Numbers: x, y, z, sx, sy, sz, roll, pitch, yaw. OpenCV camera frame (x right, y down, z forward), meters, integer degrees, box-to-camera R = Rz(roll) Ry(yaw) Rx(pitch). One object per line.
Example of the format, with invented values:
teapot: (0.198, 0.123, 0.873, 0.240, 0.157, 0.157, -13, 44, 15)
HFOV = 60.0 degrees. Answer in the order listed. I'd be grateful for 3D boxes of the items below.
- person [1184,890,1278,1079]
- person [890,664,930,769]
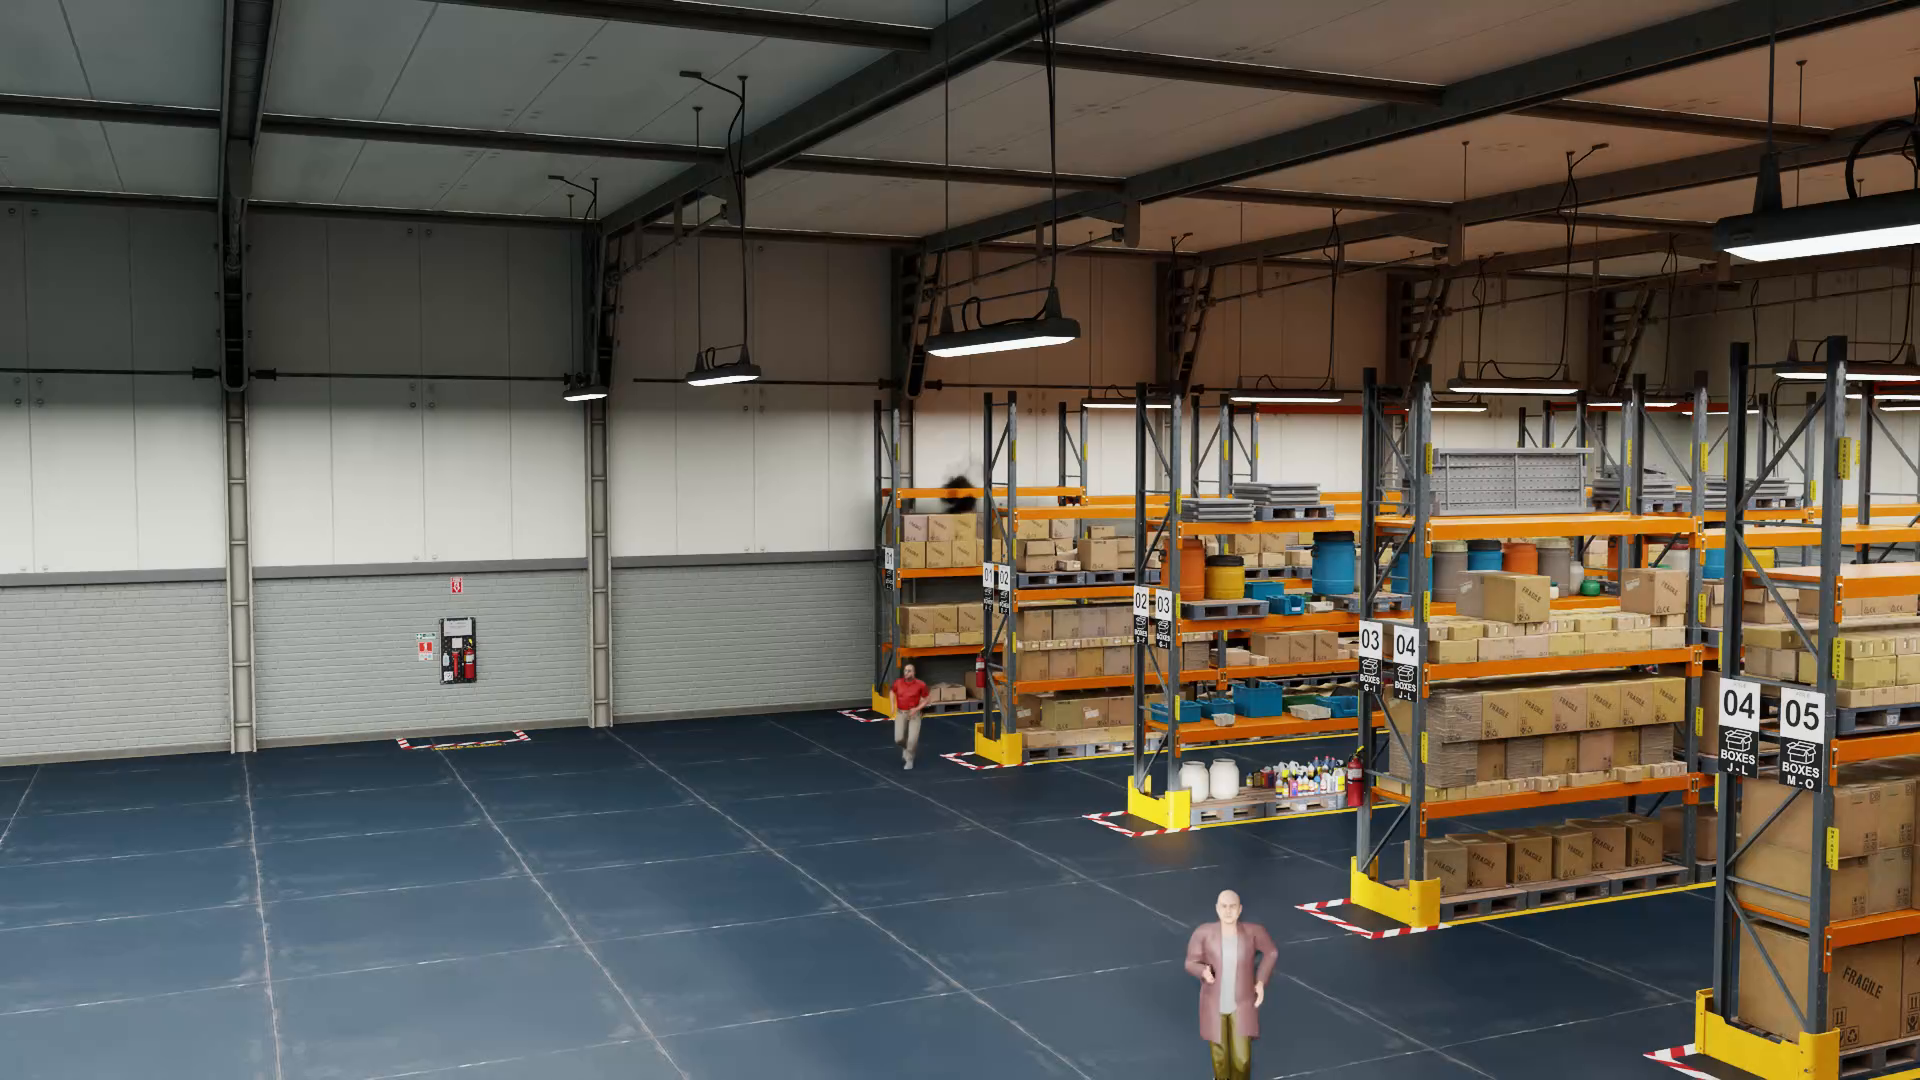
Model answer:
person: (2.031, 3.555, 12.535, 0.688, 1.814, 0.752, 1, 3, 14)
person: (-0.807, 2.802, 26.477, 0.685, 1.691, 0.586, 1, 3, 13)
